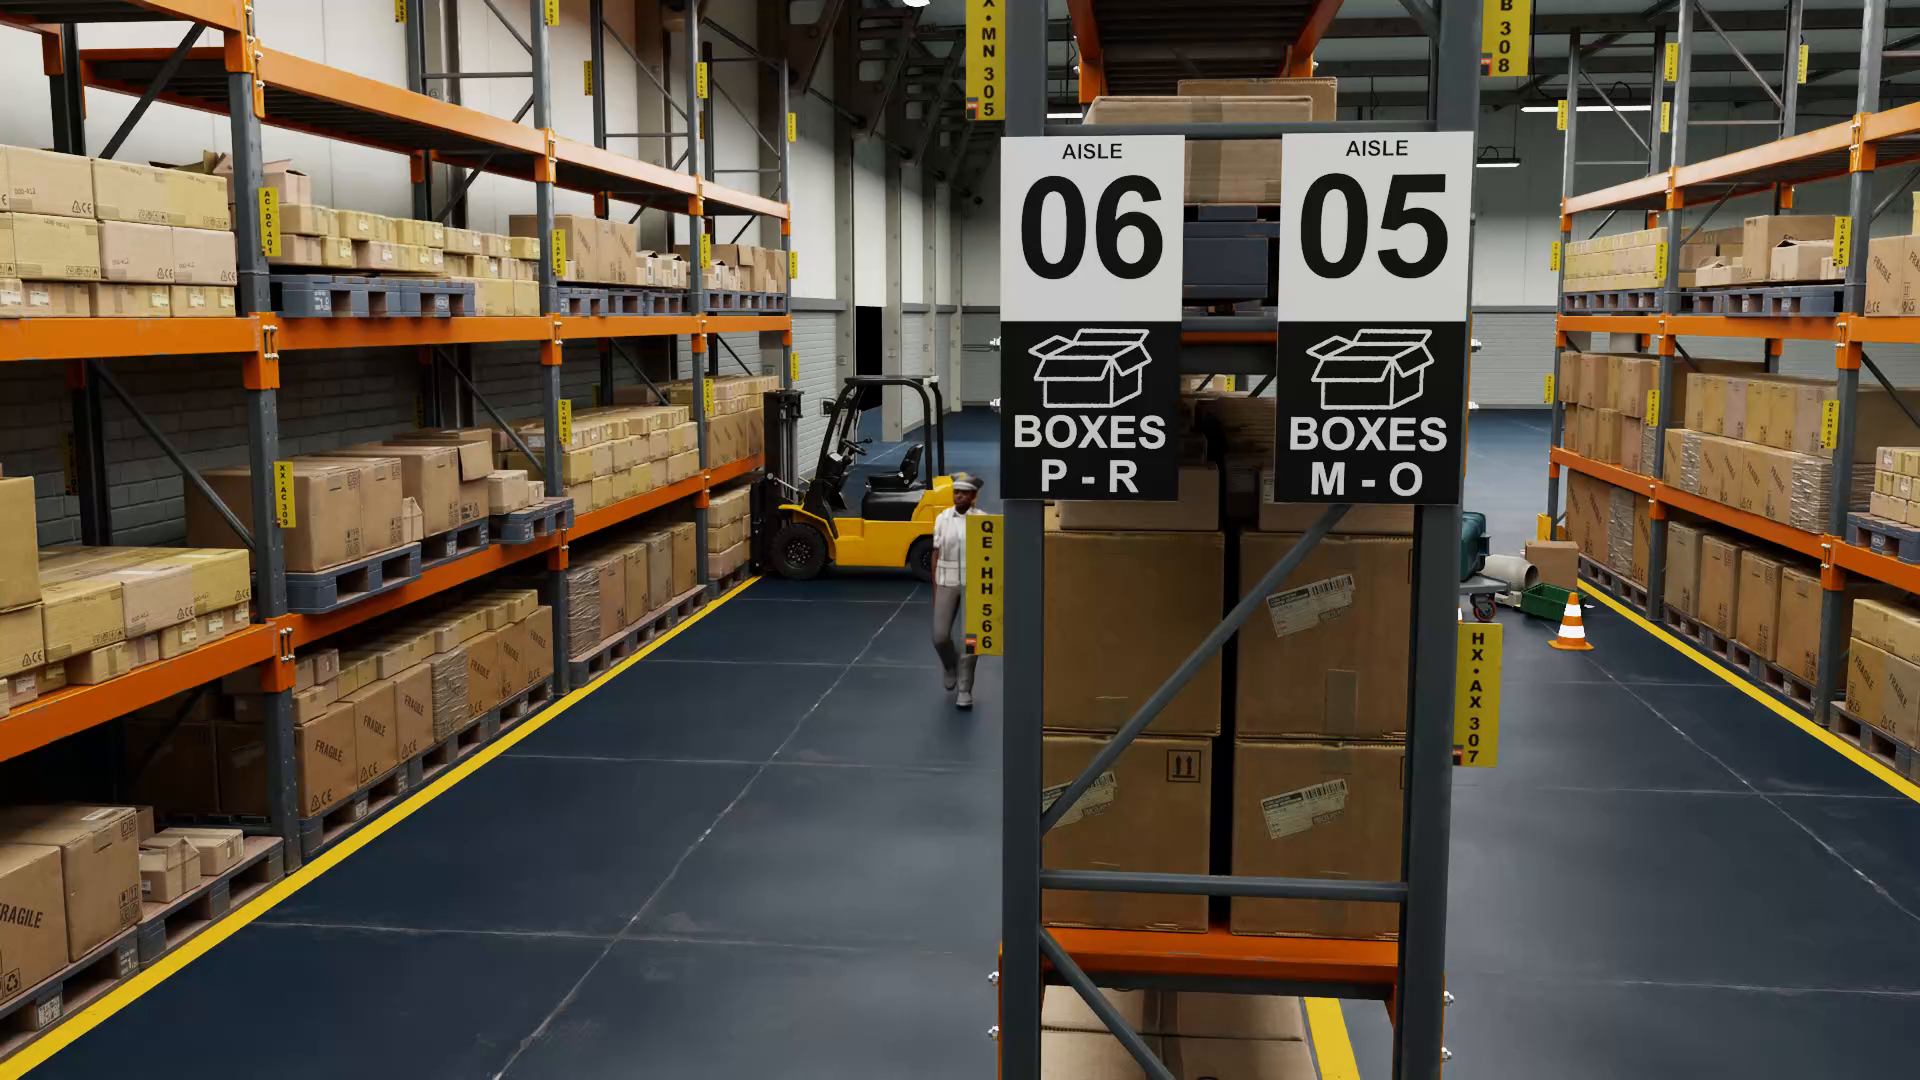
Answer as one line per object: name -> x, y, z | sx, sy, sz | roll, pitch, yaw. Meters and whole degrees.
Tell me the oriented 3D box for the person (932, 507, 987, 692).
person -> 0.012, 0.433, 12.096 | 0.390, 1.347, 0.446 | 1, 8, 8
